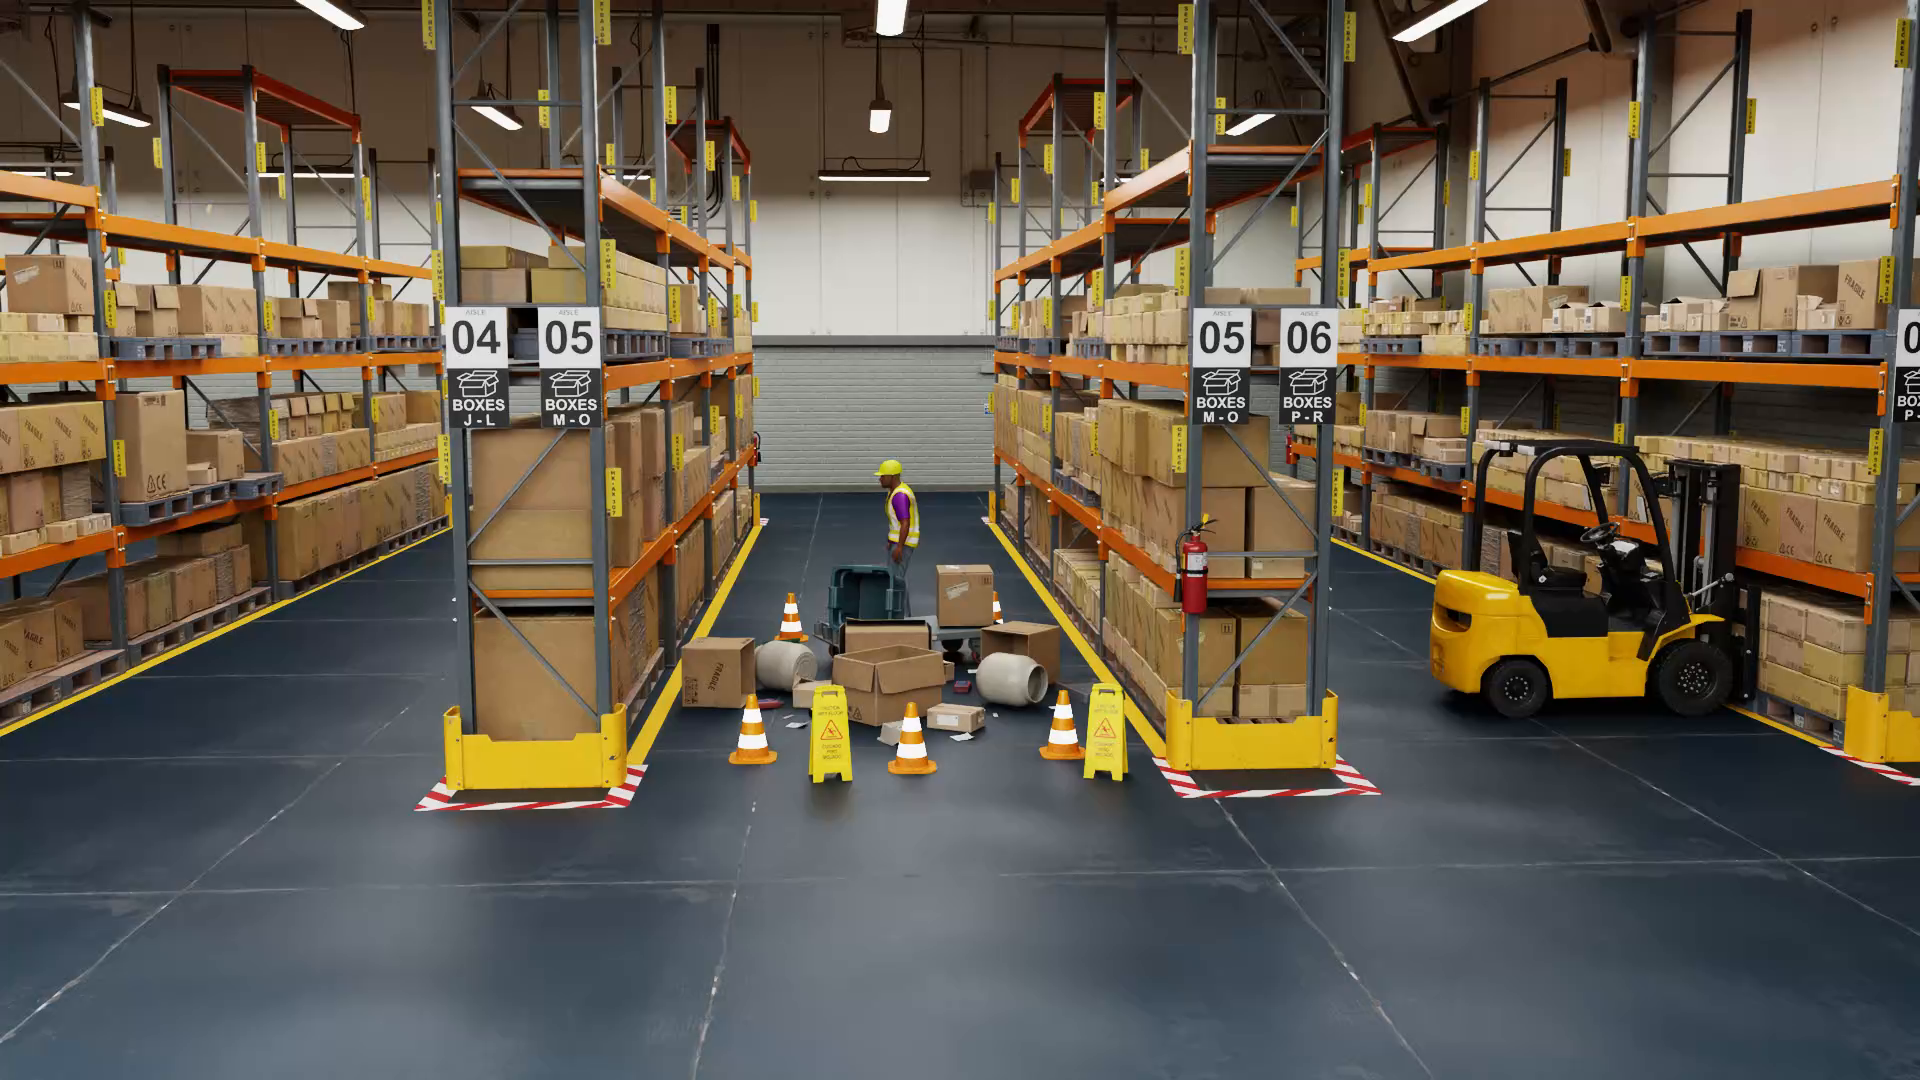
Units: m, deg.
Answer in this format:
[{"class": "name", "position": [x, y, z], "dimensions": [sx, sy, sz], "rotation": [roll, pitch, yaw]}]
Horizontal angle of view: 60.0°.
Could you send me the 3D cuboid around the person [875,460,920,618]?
[{"class": "person", "position": [-0.659, 0.042, 17.323], "dimensions": [0.461, 1.759, 0.633], "rotation": [-1, 7, -7]}]
